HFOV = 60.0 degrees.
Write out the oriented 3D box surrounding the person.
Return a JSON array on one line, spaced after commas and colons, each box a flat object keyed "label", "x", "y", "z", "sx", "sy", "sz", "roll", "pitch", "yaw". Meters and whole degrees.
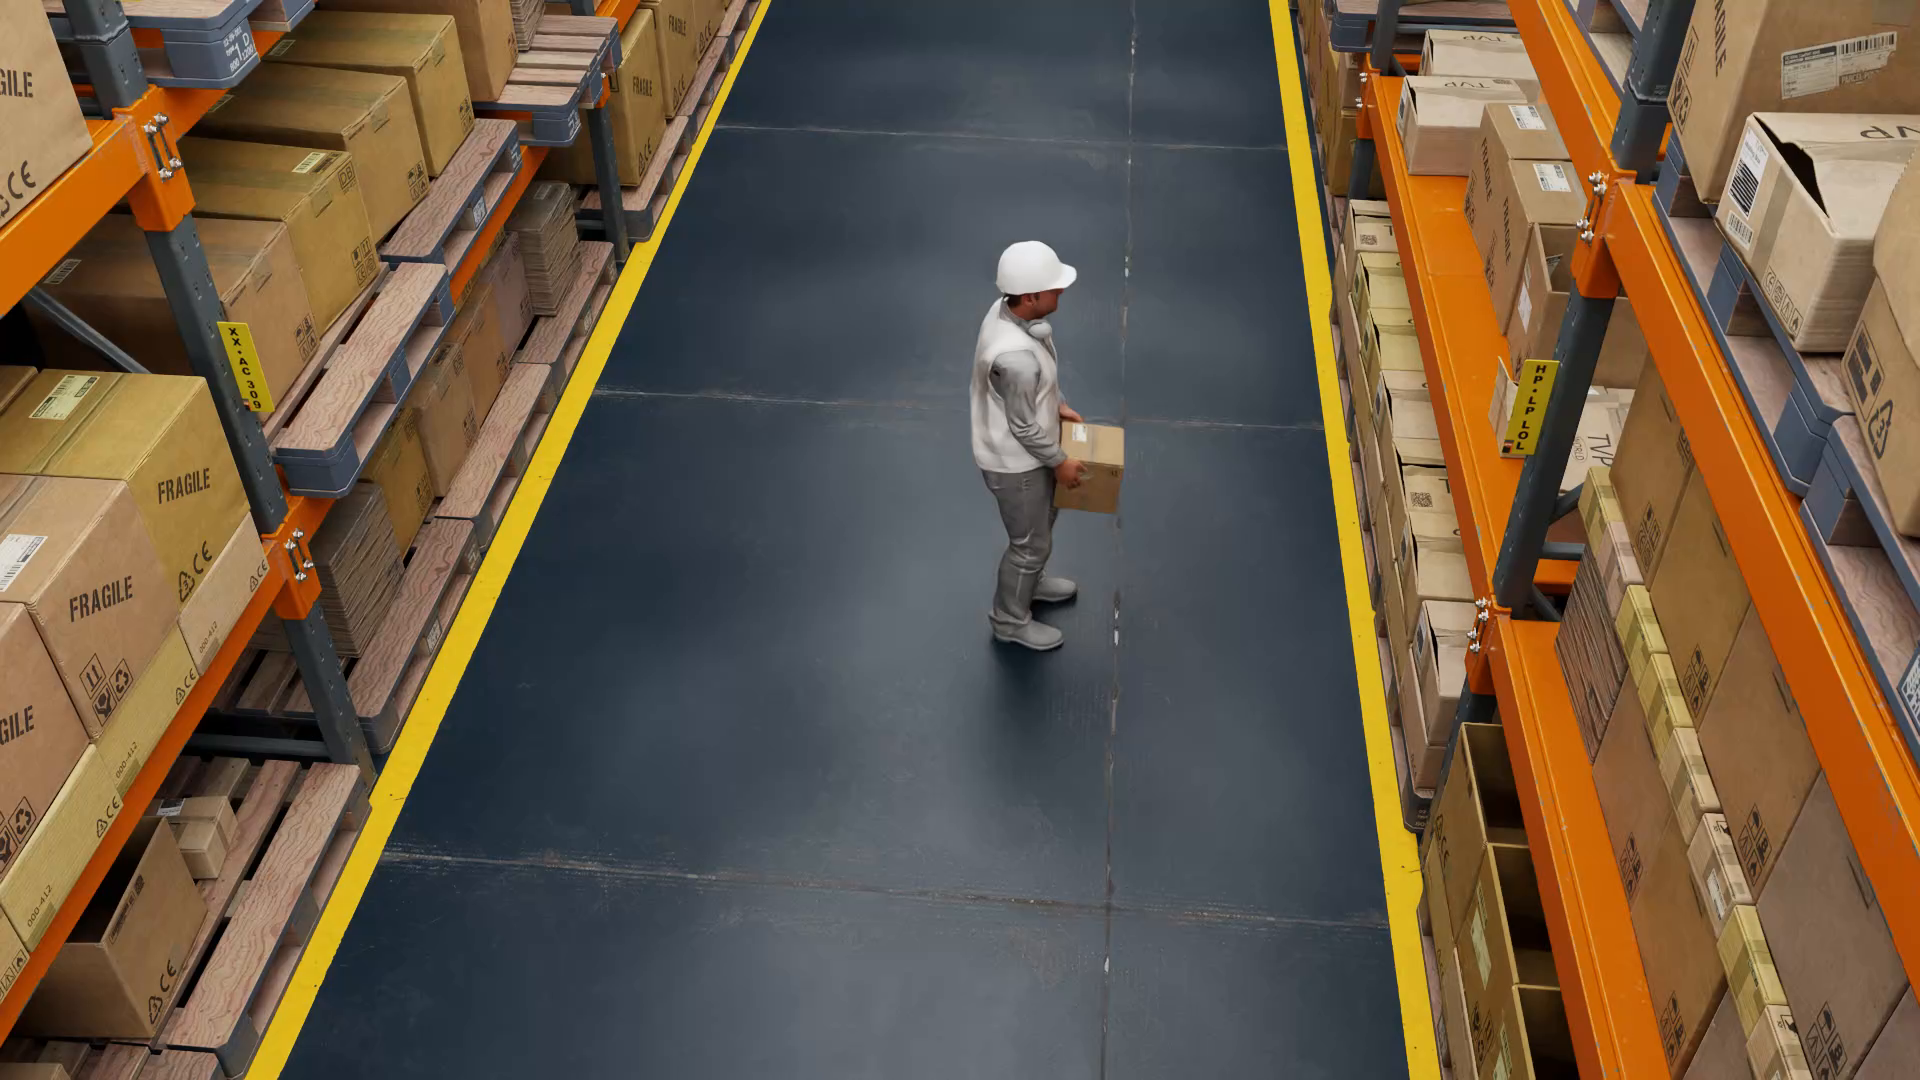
[{"label": "person", "x": 0.271, "y": -0.384, "z": 6.591, "sx": 0.470, "sy": 1.779, "sz": 0.546, "roll": 3, "pitch": 40, "yaw": 3}]
